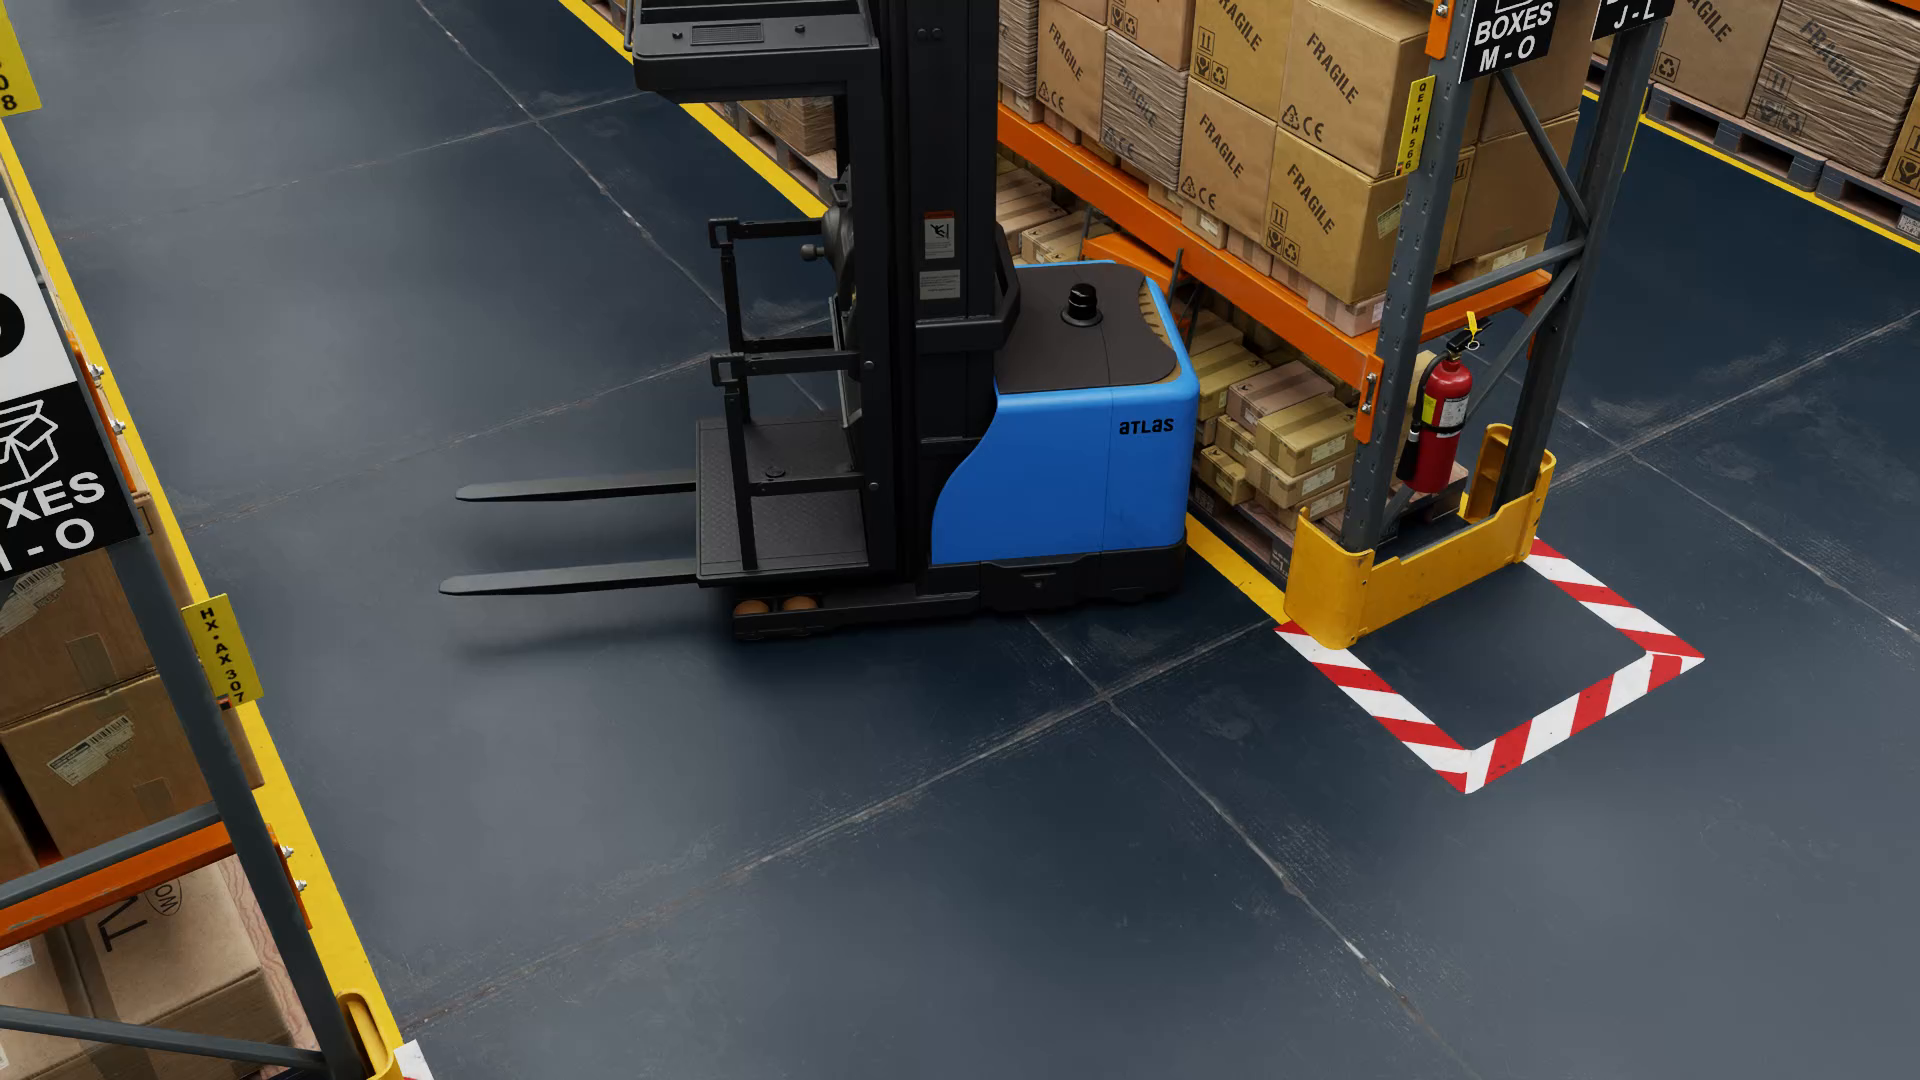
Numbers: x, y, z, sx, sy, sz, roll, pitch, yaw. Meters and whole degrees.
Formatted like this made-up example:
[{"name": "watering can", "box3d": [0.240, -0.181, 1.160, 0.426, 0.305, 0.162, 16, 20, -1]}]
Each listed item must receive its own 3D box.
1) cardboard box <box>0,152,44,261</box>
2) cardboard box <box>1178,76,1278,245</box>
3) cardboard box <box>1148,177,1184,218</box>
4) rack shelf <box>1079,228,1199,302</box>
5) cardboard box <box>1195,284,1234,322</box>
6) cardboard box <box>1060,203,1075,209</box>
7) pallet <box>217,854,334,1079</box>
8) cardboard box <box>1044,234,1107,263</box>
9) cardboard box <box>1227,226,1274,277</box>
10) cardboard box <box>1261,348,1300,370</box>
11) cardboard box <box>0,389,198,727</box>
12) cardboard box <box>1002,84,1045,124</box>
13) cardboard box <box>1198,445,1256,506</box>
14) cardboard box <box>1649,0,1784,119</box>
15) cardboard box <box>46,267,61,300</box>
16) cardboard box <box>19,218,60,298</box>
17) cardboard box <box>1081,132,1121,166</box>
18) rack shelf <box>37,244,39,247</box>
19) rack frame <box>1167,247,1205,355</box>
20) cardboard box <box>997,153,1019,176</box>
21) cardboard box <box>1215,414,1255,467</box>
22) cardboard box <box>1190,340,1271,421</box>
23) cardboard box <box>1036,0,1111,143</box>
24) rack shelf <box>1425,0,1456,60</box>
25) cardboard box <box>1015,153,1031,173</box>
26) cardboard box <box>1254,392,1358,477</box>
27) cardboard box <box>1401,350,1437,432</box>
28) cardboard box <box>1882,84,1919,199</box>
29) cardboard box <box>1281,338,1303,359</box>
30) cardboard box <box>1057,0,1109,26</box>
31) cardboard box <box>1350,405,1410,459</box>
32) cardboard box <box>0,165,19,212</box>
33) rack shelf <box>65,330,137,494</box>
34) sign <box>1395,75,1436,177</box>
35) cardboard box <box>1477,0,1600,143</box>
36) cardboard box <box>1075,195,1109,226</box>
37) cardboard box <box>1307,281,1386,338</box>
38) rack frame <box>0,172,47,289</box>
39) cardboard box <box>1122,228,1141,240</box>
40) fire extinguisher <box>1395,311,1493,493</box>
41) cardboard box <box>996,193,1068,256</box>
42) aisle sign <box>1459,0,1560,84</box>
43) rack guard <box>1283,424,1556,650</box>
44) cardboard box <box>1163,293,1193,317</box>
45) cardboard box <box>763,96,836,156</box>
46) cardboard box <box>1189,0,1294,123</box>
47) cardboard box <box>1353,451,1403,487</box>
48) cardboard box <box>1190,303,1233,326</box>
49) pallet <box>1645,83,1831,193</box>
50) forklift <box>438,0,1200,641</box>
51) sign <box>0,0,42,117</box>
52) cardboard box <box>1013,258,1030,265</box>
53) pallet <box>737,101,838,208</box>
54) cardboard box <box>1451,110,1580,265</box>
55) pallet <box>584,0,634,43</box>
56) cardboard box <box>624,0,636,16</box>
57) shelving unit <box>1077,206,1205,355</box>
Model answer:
[{"name": "cardboard box", "box3d": [-3.293, -1.059, 5.319, 0.500, 0.500, 0.500, -22, 44, -24]}, {"name": "cardboard box", "box3d": [1.212, -1.531, 6.433, 0.500, 0.500, 0.500, -23, 45, -25]}, {"name": "cardboard box", "box3d": [1.006, -1.486, 6.886, 0.380, 0.149, 0.250, -24, 46, -26]}, {"name": "rack shelf", "box3d": [0.769, -1.149, 7.044, 0.480, 0.148, 0.258, 33, 38, 33]}, {"name": "cardboard box", "box3d": [1.326, -1.184, 7.762, 0.380, 0.149, 0.250, -20, 44, -23]}, {"name": "cardboard box", "box3d": [0.596, -1.773, 8.702, 0.380, 0.149, 0.250, -22, 44, -24]}, {"name": "pallet", "box3d": [-2.672, 1.481, 5.308, 1.003, 0.211, 1.213, -22, 45, -24]}, {"name": "cardboard box", "box3d": [0.621, -1.288, 7.887, 0.380, 0.149, 0.250, -22, 45, -24]}, {"name": "cardboard box", "box3d": [1.280, -1.204, 6.548, 0.380, 0.149, 0.250, -23, 45, -25]}, {"name": "cardboard box", "box3d": [1.572, -0.765, 7.491, 0.380, 0.149, 0.250, -22, 44, -24]}, {"name": "cardboard box", "box3d": [-2.194, 0.035, 4.006, 0.500, 0.500, 0.500, -23, 45, -25]}, {"name": "cardboard box", "box3d": [0.418, -2.047, 7.560, 0.380, 0.149, 0.250, -20, 44, -23]}, {"name": "cardboard box", "box3d": [1.260, -0.327, 7.198, 0.380, 0.149, 0.250, -21, 44, -23]}, {"name": "cardboard box", "box3d": [4.800, -3.231, 10.116, 0.875, 0.875, 0.875, -22, 45, -24]}, {"name": "cardboard box", "box3d": [-3.298, -0.679, 5.643, 0.500, 0.500, 0.500, -23, 45, -25]}, {"name": "cardboard box", "box3d": [-2.761, -0.517, 4.668, 0.500, 0.500, 0.500, -23, 45, -25]}, {"name": "cardboard box", "box3d": [0.754, -1.789, 7.251, 0.380, 0.149, 0.250, -21, 44, -24]}, {"name": "rack shelf", "box3d": [-5.403, -2.148, 8.046, 1.077, 0.370, 4.000, -22, 45, -24]}, {"name": "rack frame", "box3d": [0.887, -0.708, 7.117, 0.015, 1.200, 0.240, 33, 38, 33]}, {"name": "cardboard box", "box3d": [0.078, -1.852, 8.563, 0.380, 0.149, 0.250, -23, 45, -25]}, {"name": "cardboard box", "box3d": [1.323, -0.471, 7.138, 0.380, 0.149, 0.250, -23, 45, -25]}, {"name": "cardboard box", "box3d": [1.111, -0.689, 7.168, 0.380, 0.149, 0.250, -23, 45, -25]}, {"name": "cardboard box", "box3d": [0.672, -2.074, 7.085, 0.500, 0.500, 0.500, -20, 44, -22]}, {"name": "rack shelf", "box3d": [0.867, -2.900, 6.605, 1.077, 0.370, 4.000, -22, 45, -24]}, {"name": "cardboard box", "box3d": [0.513, -2.039, 8.788, 0.380, 0.149, 0.250, -23, 45, -25]}, {"name": "cardboard box", "box3d": [1.445, -0.437, 6.866, 0.380, 0.149, 0.250, -22, 44, -24]}, {"name": "cardboard box", "box3d": [1.948, -0.639, 7.107, 0.380, 0.149, 0.250, -24, 46, -26]}, {"name": "cardboard box", "box3d": [5.768, -2.260, 8.951, 0.875, 0.875, 0.875, -22, 45, -24]}, {"name": "cardboard box", "box3d": [1.670, -0.926, 7.452, 0.380, 0.149, 0.250, -22, 45, -25]}, {"name": "cardboard box", "box3d": [0.640, -2.478, 6.789, 0.500, 0.500, 0.500, -24, 45, -26]}, {"name": "cardboard box", "box3d": [1.878, -0.496, 7.168, 0.380, 0.149, 0.250, -20, 44, -23]}, {"name": "cardboard box", "box3d": [-2.932, -0.996, 4.736, 0.380, 0.149, 0.250, -23, 45, -25]}, {"name": "rack shelf", "box3d": [-3.252, -1.141, 4.495, 1.077, 0.370, 4.000, -22, 45, -24]}, {"name": "sign", "box3d": [1.464, -1.330, 5.352, 0.100, 0.325, 0.005, -22, 45, -24]}, {"name": "cardboard box", "box3d": [1.925, -1.815, 5.993, 0.500, 0.500, 0.500, -22, 45, -25]}, {"name": "cardboard box", "box3d": [0.811, -1.758, 8.451, 0.380, 0.149, 0.250, -24, 46, -26]}, {"name": "cardboard box", "box3d": [1.529, -0.926, 6.215, 0.380, 0.149, 0.250, -22, 45, -24]}, {"name": "rack frame", "box3d": [-2.176, -1.490, 2.009, 1.000, 3.000, 0.127, -22, 45, -24]}, {"name": "cardboard box", "box3d": [1.007, -1.445, 8.075, 0.380, 0.149, 0.250, -22, 45, -24]}, {"name": "fire extinguisher", "box3d": [1.689, -0.476, 5.830, 0.296, 0.674, 0.183, -22, 45, -24]}, {"name": "cardboard box", "box3d": [0.306, -1.553, 8.205, 0.380, 0.149, 0.250, -21, 44, -24]}, {"name": "aisle sign", "box3d": [1.729, -1.800, 5.036, 0.394, 0.787, 0.004, -22, 45, -24]}, {"name": "rack guard", "box3d": [1.902, -0.025, 6.889, 1.175, 0.500, 0.348, -22, 45, -24]}, {"name": "cardboard box", "box3d": [0.834, -0.976, 7.512, 0.380, 0.149, 0.250, -21, 44, -23]}, {"name": "cardboard box", "box3d": [-0.818, -2.617, 9.672, 0.500, 0.500, 0.500, -23, 45, -25]}, {"name": "cardboard box", "box3d": [1.215, -1.916, 6.114, 0.500, 0.500, 0.500, -24, 45, -26]}, {"name": "cardboard box", "box3d": [1.931, -0.403, 7.290, 0.380, 0.149, 0.250, -21, 44, -24]}, {"name": "cardboard box", "box3d": [1.302, -1.051, 7.835, 0.380, 0.149, 0.250, -24, 46, -26]}, {"name": "pallet", "box3d": [5.031, -2.588, 10.191, 1.003, 0.211, 1.213, -22, 45, -24]}, {"name": "forklift", "box3d": [-0.625, -1.077, 6.253, 3.031, 2.935, 1.130, -5, 40, -5]}, {"name": "sign", "box3d": [-1.705, -0.892, 2.890, 0.100, 0.325, 0.005, -22, 45, -24]}, {"name": "cardboard box", "box3d": [0.443, -1.292, 8.123, 0.380, 0.149, 0.250, -23, 45, -25]}, {"name": "pallet", "box3d": [-0.628, -2.452, 10.027, 1.003, 0.211, 1.213, -22, 45, -24]}, {"name": "cardboard box", "box3d": [1.934, -1.434, 6.318, 0.500, 0.500, 0.500, -20, 44, -22]}, {"name": "pallet", "box3d": [-1.940, -3.769, 11.608, 1.003, 0.211, 1.213, -22, 45, -24]}, {"name": "cardboard box", "box3d": [-1.920, -3.723, 11.000, 0.500, 0.500, 0.500, -22, 44, -24]}, {"name": "shelving unit", "box3d": [0.714, -0.818, 7.249, 0.503, 1.200, 0.258, 33, 38, 33]}]
